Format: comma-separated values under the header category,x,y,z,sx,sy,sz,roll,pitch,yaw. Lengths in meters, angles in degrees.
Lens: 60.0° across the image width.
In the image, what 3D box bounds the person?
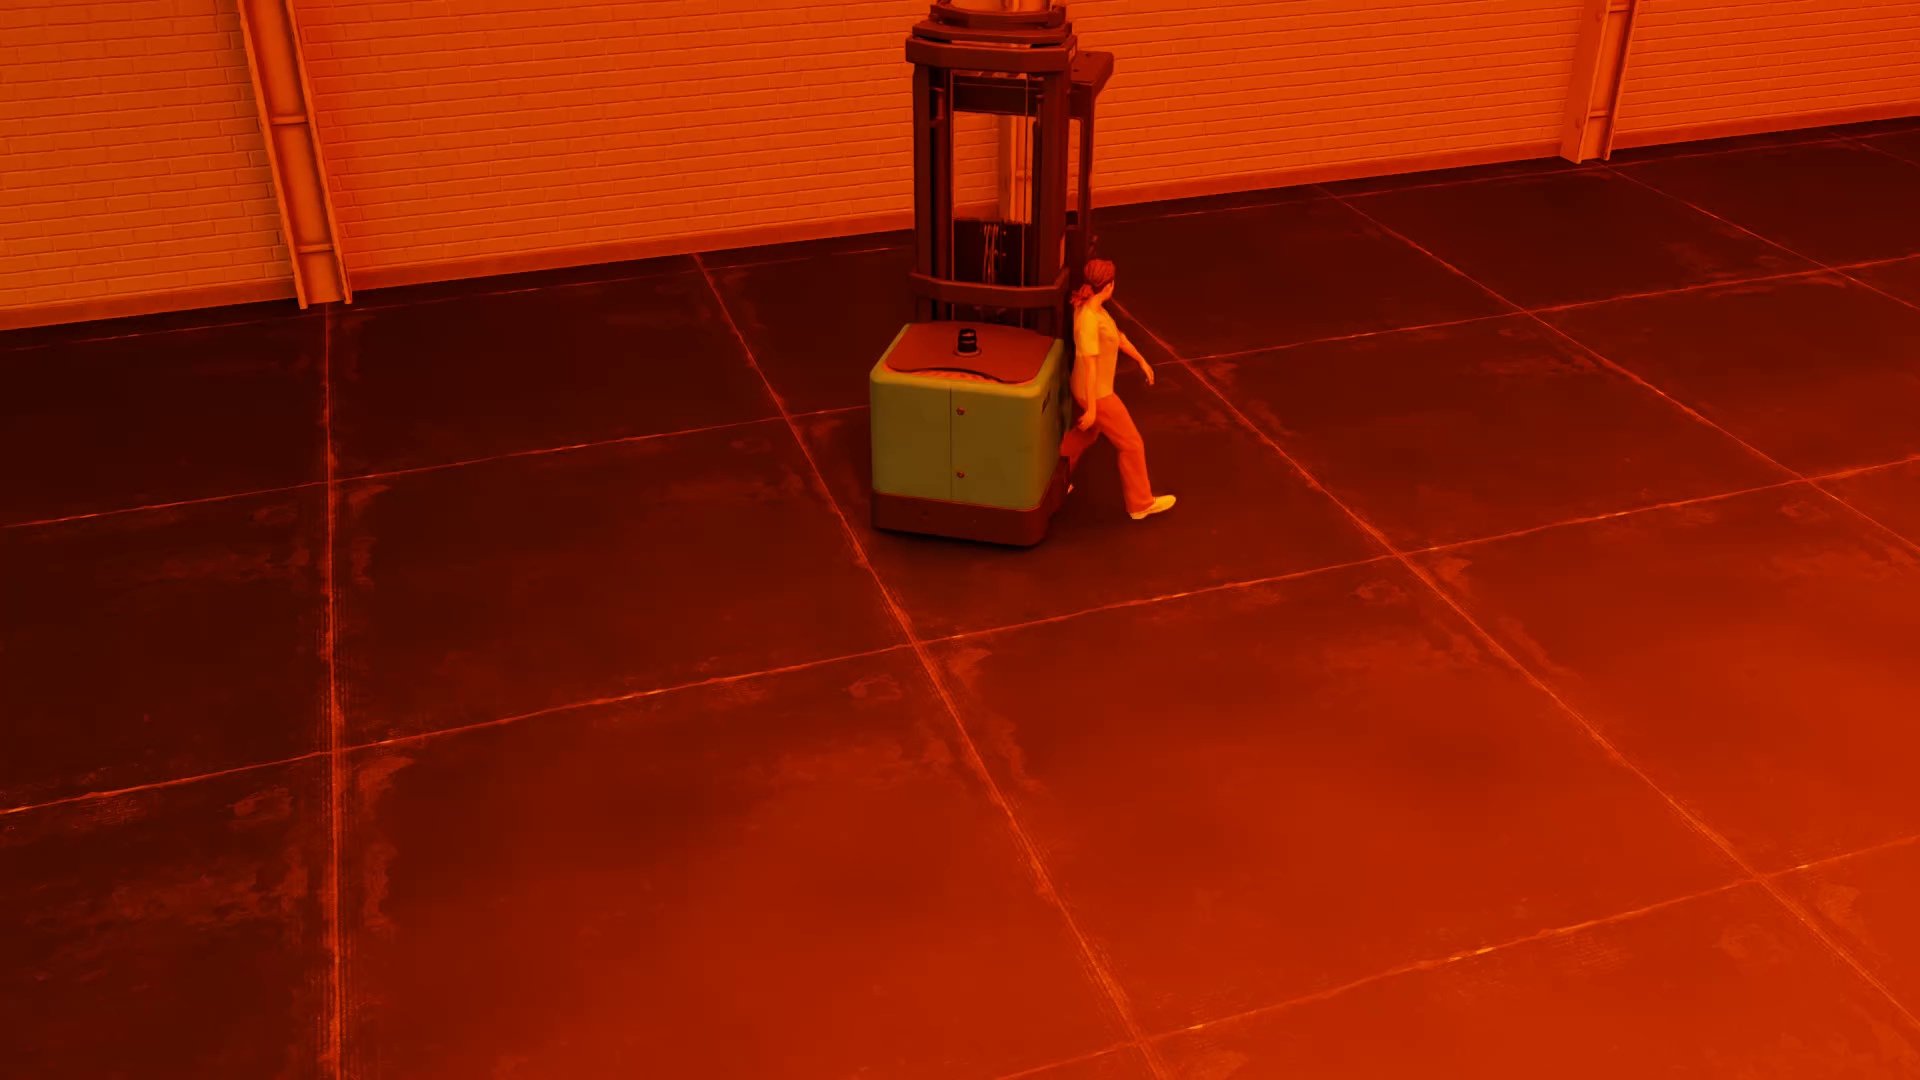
category,x,y,z,sx,sy,sz,roll,pitch,yaw
person,0.828,-0.903,9.950,0.728,1.556,0.609,-2,30,-3

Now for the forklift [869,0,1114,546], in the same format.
category,x,y,z,sx,sy,sz,roll,pitch,yaw
forklift,0.317,-1.956,10.486,1.130,2.935,3.031,7,31,12
